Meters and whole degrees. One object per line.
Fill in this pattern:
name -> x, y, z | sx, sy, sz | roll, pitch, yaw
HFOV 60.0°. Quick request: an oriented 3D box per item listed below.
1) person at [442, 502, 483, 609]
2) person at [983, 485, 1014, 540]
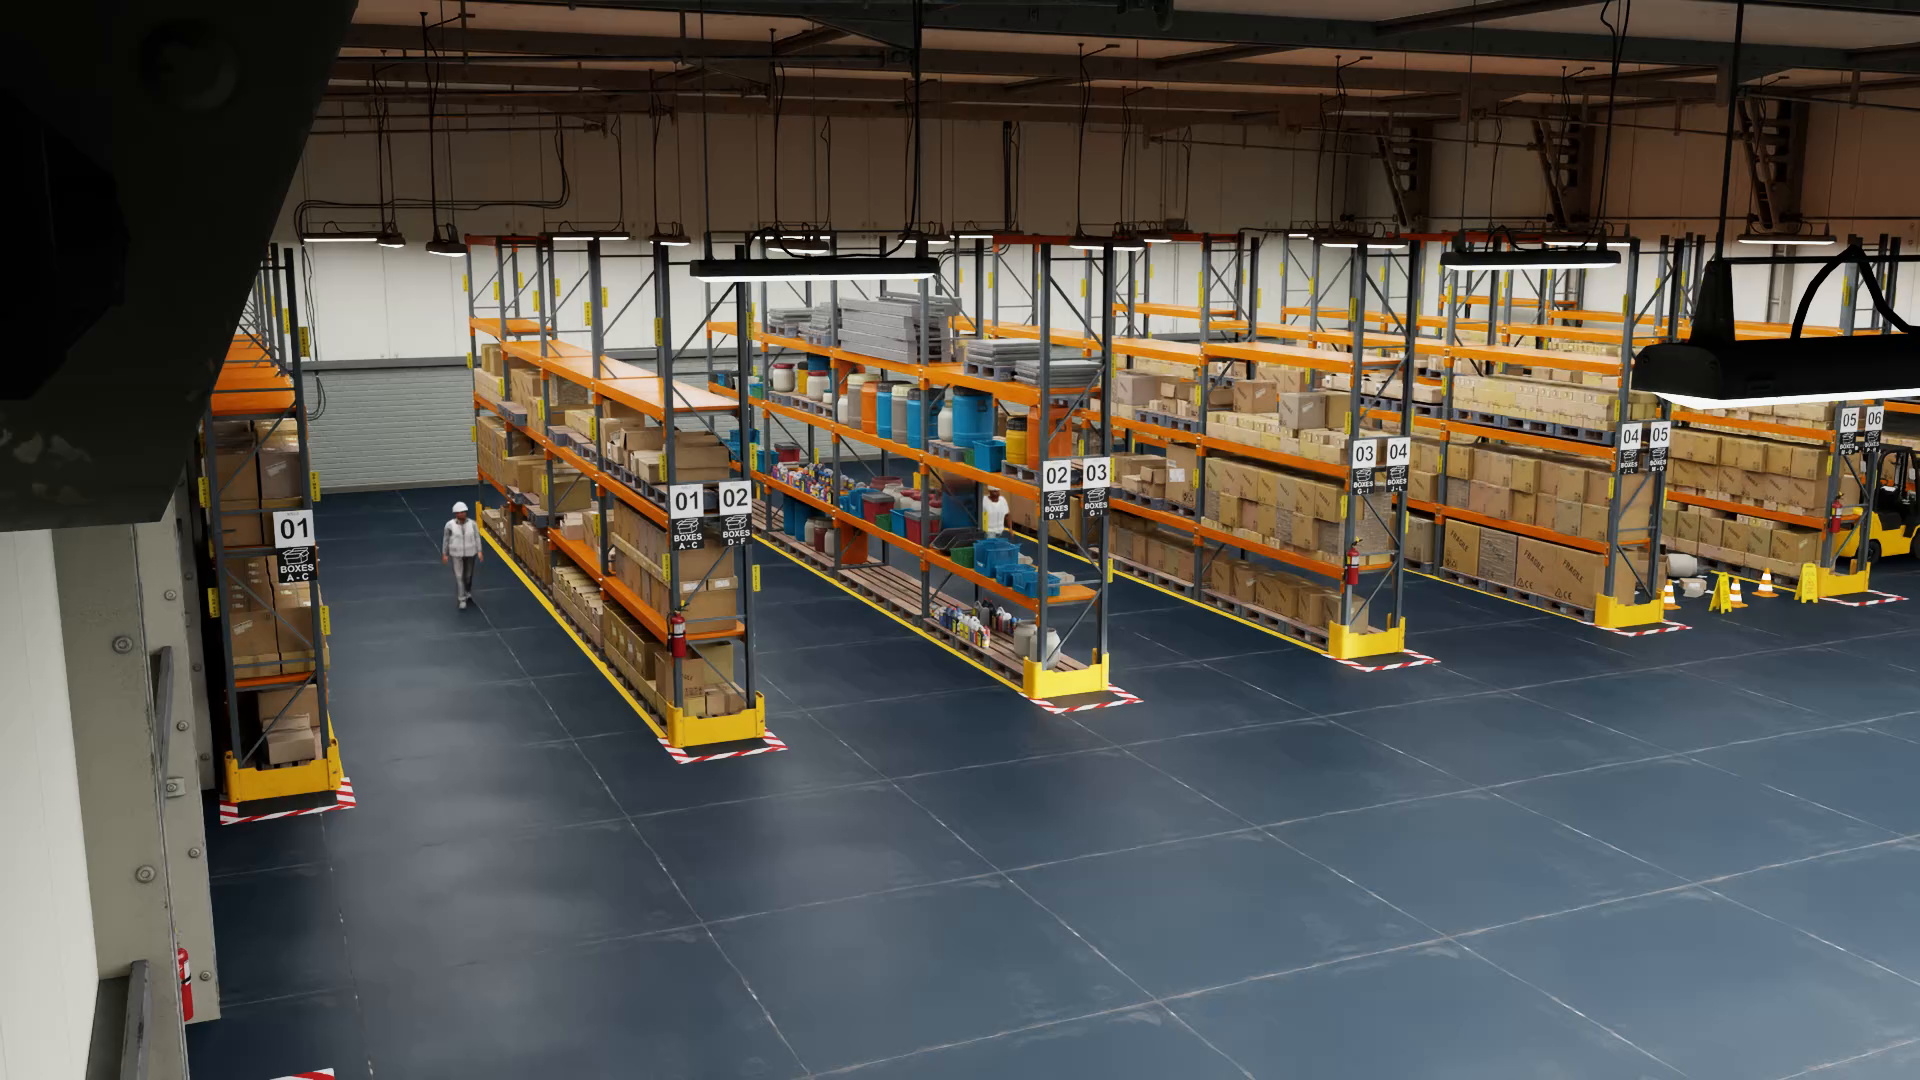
person -> -8.197, 0.223, 27.391 | 0.626, 1.716, 1.074 | -5, 12, -23
person -> 0.596, -0.157, 27.922 | 0.599, 1.705, 1.071 | -10, 15, -41
